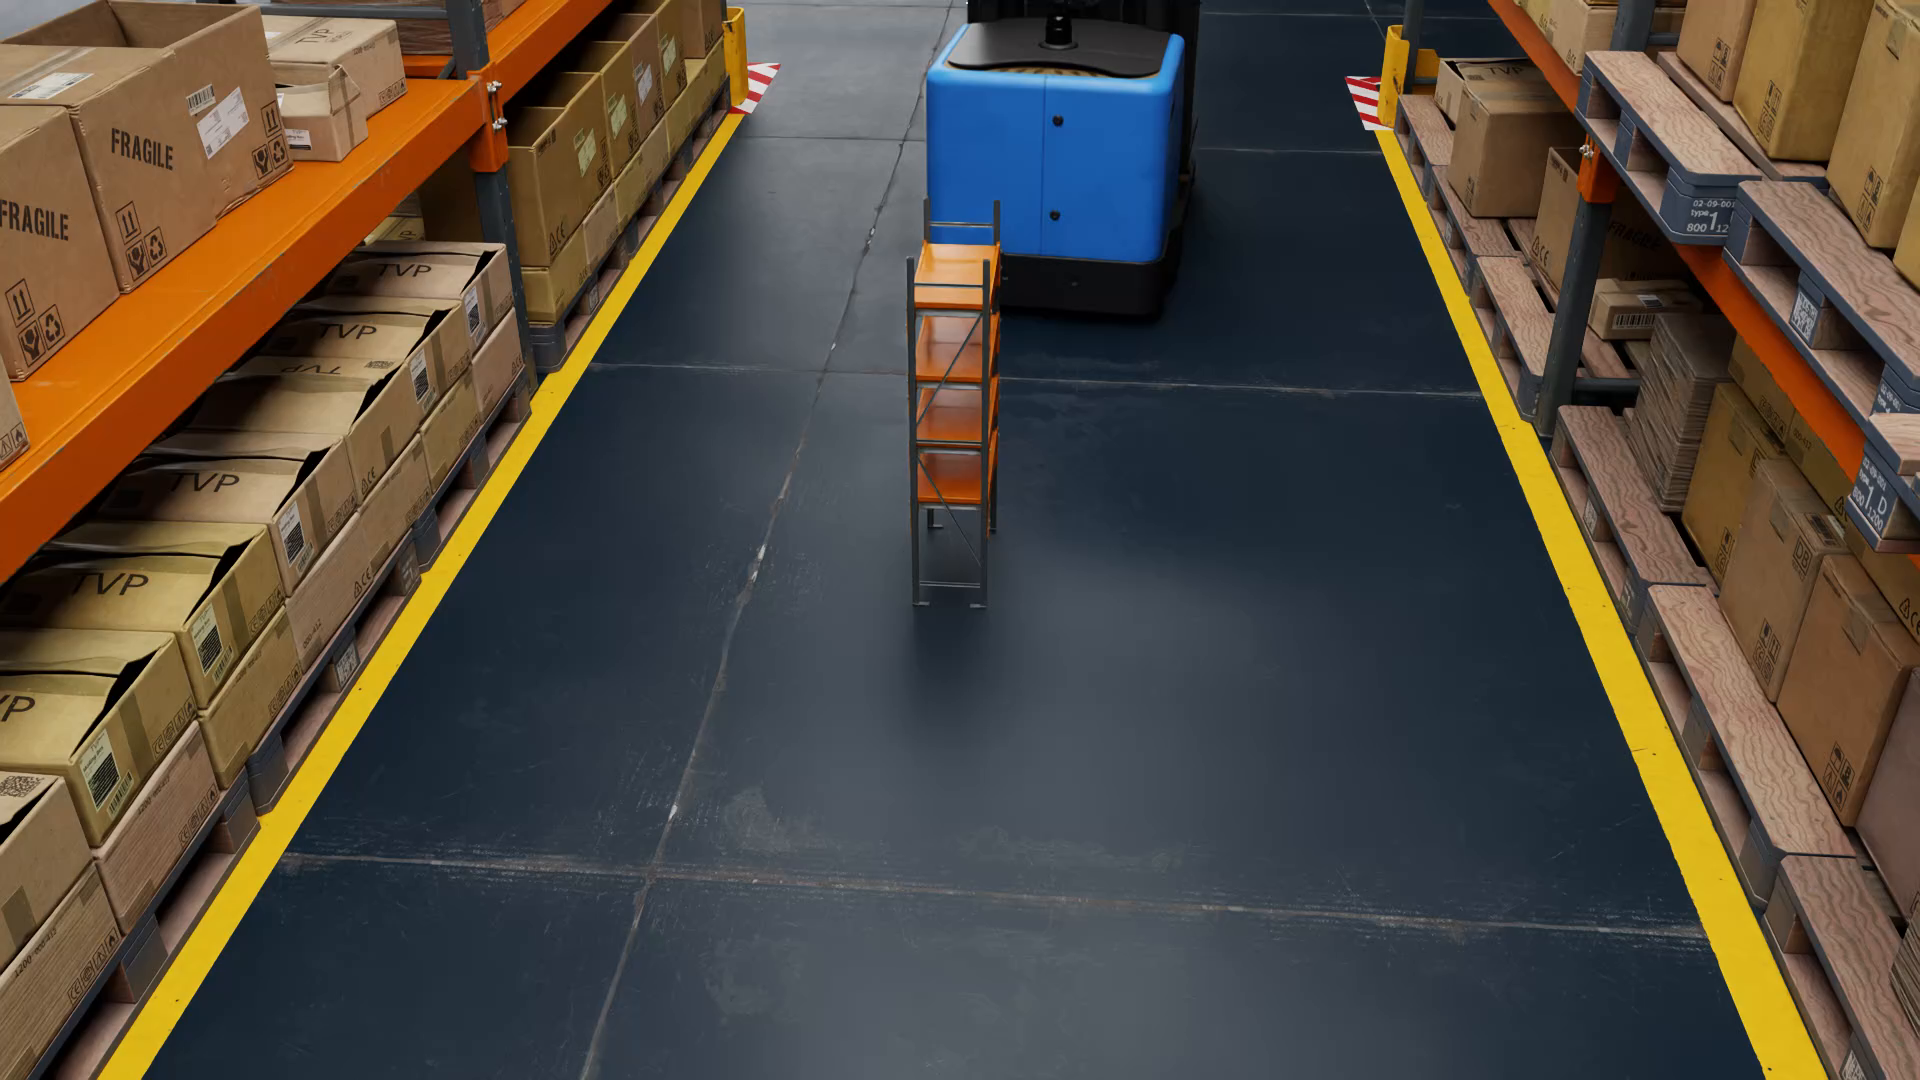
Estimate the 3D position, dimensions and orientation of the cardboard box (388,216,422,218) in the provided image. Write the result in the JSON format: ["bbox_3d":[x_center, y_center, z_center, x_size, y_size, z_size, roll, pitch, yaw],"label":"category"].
[{"bbox_3d":[-2.342,-1.404,7.390,0.500,0.250,0.500,2,32,4],"label":"cardboard box"}]

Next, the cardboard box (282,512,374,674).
[{"bbox_3d":[-2.084,0.136,4.891,0.500,0.250,0.500,3,32,5],"label":"cardboard box"}]

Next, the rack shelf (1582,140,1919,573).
[{"bbox_3d":[2.562,-0.321,4.098,1.077,0.370,4.000,2,32,4],"label":"rack shelf"}]

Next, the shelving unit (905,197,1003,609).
[{"bbox_3d":[-0.013,-0.424,5.295,0.258,1.200,0.503,2,32,4],"label":"shelving unit"}]

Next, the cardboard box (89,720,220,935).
[{"bbox_3d":[-2.163,0.676,4.014,0.500,0.250,0.500,2,32,3],"label":"cardboard box"}]

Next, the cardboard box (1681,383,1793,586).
[{"bbox_3d":[2.690,-0.139,5.079,0.700,0.500,0.500,2,32,3],"label":"cardboard box"}]

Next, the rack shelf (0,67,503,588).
[{"bbox_3d":[-2.375,-0.531,4.438,1.077,0.370,4.000,2,32,4],"label":"rack shelf"}]

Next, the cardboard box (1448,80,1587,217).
[{"bbox_3d":[2.749,-1.851,7.857,0.700,0.500,0.500,1,32,1],"label":"cardboard box"}]

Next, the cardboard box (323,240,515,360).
[{"bbox_3d":[-1.960,-0.906,6.047,0.500,0.311,0.500,2,32,4],"label":"cardboard box"}]

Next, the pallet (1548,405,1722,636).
[{"bbox_3d":[2.663,-0.079,5.677,1.003,0.211,1.213,2,32,4],"label":"pallet"}]

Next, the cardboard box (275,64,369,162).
[{"bbox_3d":[-2.101,-1.358,5.223,0.396,0.266,0.258,2,32,3],"label":"cardboard box"}]

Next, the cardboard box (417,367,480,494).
[{"bbox_3d":[-2.000,-0.398,5.757,0.500,0.250,0.500,2,32,3],"label":"cardboard box"}]

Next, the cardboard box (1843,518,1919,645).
[{"bbox_3d":[2.552,0.033,4.087,0.500,0.250,0.500,2,32,4],"label":"cardboard box"}]

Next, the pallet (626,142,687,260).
[{"bbox_3d":[-2.009,-1.750,8.388,1.003,0.211,1.213,2,32,4],"label":"pallet"}]

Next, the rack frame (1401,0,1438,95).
[{"bbox_3d":[3.051,-3.765,9.000,1.000,3.000,0.127,2,32,4],"label":"rack frame"}]

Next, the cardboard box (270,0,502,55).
[{"bbox_3d":[-2.183,-2.158,6.297,0.700,0.500,0.500,2,32,3],"label":"cardboard box"}]

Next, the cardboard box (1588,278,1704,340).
[{"bbox_3d":[2.739,-0.936,6.690,0.380,0.166,0.250,-2,32,-2],"label":"cardboard box"}]

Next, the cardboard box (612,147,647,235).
[{"bbox_3d":[-1.781,-1.643,7.778,0.500,0.250,0.500,2,32,4],"label":"cardboard box"}]

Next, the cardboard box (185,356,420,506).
[{"bbox_3d":[-2.039,-0.373,5.182,0.500,0.311,0.500,2,32,4],"label":"cardboard box"}]

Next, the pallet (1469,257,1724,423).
[{"bbox_3d":[2.744,-0.839,6.910,1.003,0.211,1.213,2,32,4],"label":"pallet"}]

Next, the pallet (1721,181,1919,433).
[{"bbox_3d":[2.520,-0.537,3.945,1.003,0.211,1.213,2,32,4],"label":"pallet"}]

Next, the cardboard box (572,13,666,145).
[{"bbox_3d":[-1.743,-2.224,8.006,0.500,0.500,0.500,2,32,4],"label":"cardboard box"}]

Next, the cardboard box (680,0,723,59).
[{"bbox_3d":[-1.634,-3.009,9.279,0.500,0.500,0.500,2,32,4],"label":"cardboard box"}]

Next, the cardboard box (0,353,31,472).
[{"bbox_3d":[-2.272,-0.213,3.321,0.500,0.311,0.500,2,32,3],"label":"cardboard box"}]

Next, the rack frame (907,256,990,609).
[{"bbox_3d":[-0.033,-0.297,5.088,0.240,1.200,0.015,2,32,4],"label":"rack frame"}]

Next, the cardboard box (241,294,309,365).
[{"bbox_3d":[-2.541,-0.663,5.653,0.500,0.311,0.500,2,32,3],"label":"cardboard box"}]

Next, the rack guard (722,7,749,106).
[{"bbox_3d":[-1.885,-2.923,10.017,1.175,0.500,0.348,2,32,4],"label":"rack guard"}]

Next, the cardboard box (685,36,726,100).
[{"bbox_3d":[-1.636,-2.690,9.476,0.500,0.250,0.500,2,32,4],"label":"cardboard box"}]

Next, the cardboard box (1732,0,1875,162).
[{"bbox_3d":[2.597,-1.347,4.562,0.700,0.500,0.500,6,32,9],"label":"cardboard box"}]

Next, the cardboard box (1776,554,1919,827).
[{"bbox_3d":[2.576,0.391,4.220,0.700,0.500,0.500,2,32,4],"label":"cardboard box"}]

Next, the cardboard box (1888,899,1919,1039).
[{"bbox_3d":[2.406,0.916,3.367,0.700,0.500,0.500,3,32,5],"label":"cardboard box"}]

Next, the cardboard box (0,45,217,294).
[{"bbox_3d":[-2.375,-0.987,4.398,0.500,0.500,0.500,3,32,4],"label":"cardboard box"}]

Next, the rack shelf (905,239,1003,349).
[{"bbox_3d":[-0.013,-0.759,5.089,0.258,0.148,0.480,2,32,4],"label":"rack shelf"}]

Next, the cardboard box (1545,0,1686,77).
[{"bbox_3d":[2.461,-1.879,6.063,0.500,0.250,0.500,3,32,4],"label":"cardboard box"}]

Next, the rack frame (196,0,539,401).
[{"bbox_3d":[-2.213,-1.883,5.947,1.000,3.000,0.127,2,32,4],"label":"rack frame"}]

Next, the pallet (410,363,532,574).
[{"bbox_3d":[-2.234,-0.309,6.050,1.003,0.211,1.213,2,32,4],"label":"pallet"}]

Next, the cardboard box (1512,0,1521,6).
[{"bbox_3d":[2.536,-2.403,6.913,0.500,0.250,0.500,2,32,4],"label":"cardboard box"}]

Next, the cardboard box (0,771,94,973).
[{"bbox_3d":[-2.203,0.700,3.441,0.500,0.311,0.500,3,32,6],"label":"cardboard box"}]

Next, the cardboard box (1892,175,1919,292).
[{"bbox_3d":[2.507,-0.710,3.529,0.700,0.500,0.500,2,32,4],"label":"cardboard box"}]

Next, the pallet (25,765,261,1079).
[{"bbox_3d":[-2.432,0.967,3.980,1.003,0.211,1.213,2,32,4],"label":"pallet"}]

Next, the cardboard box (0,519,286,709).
[{"bbox_3d":[-2.125,0.159,4.320,0.500,0.311,0.500,2,32,3],"label":"cardboard box"}]

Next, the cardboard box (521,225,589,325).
[{"bbox_3d":[-1.873,-1.121,6.930,0.500,0.250,0.500,2,32,4],"label":"cardboard box"}]

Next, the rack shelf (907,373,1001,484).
[{"bbox_3d":[-0.013,-0.367,5.330,0.258,0.148,0.480,2,32,4],"label":"rack shelf"}]

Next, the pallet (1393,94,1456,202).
[{"bbox_3d":[2.943,-2.115,8.981,1.003,0.211,1.213,2,32,4],"label":"pallet"}]

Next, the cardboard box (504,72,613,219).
[{"bbox_3d":[-1.830,-1.701,7.158,0.500,0.500,0.500,2,32,4],"label":"cardboard box"}]

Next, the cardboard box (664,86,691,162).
[{"bbox_3d":[-1.704,-2.166,8.627,0.500,0.250,0.500,2,32,4],"label":"cardboard box"}]

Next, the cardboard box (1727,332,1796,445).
[{"bbox_3d":[2.649,-0.500,4.950,0.500,0.250,0.500,2,32,3],"label":"cardboard box"}]

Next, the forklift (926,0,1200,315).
[{"bbox_3d":[0.623,-2.979,7.790,1.130,2.935,3.031,6,32,9],"label":"forklift"}]

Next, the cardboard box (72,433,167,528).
[{"bbox_3d":[-2.618,-0.121,4.773,0.500,0.311,0.500,3,32,5],"label":"cardboard box"}]
